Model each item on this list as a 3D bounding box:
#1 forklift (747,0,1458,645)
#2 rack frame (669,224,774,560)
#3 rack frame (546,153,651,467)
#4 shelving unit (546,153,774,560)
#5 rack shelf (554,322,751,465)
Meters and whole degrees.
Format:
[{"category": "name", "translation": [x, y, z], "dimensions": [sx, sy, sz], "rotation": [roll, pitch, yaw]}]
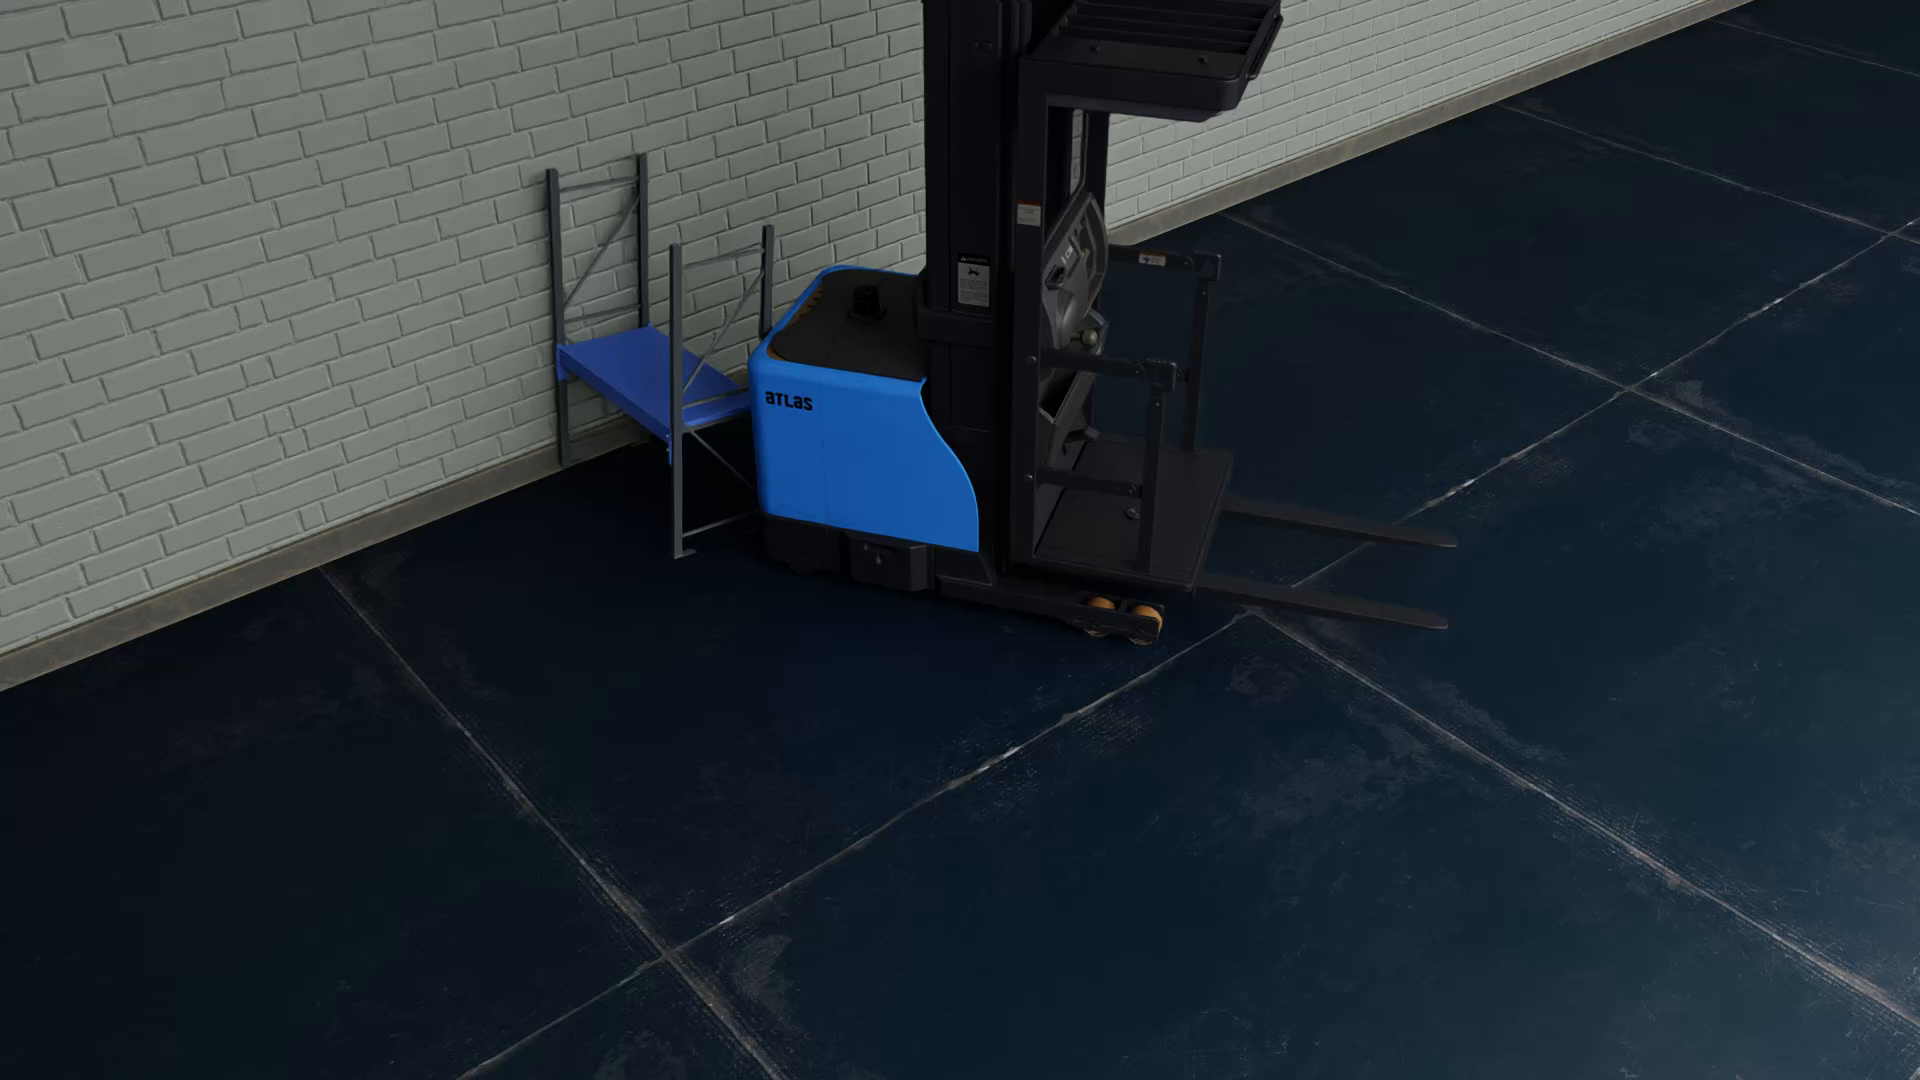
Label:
[{"category": "forklift", "translation": [0.660, -1.093, 6.758], "dimensions": [3.031, 2.935, 1.130], "rotation": [10, 37, 14]}, {"category": "rack frame", "translation": [-1.049, -0.627, 7.298], "dimensions": [0.500, 1.500, 0.032], "rotation": [-20, 40, -36]}, {"category": "rack frame", "translation": [-1.707, -1.075, 7.930], "dimensions": [0.500, 1.500, 0.032], "rotation": [-20, 40, -36]}, {"category": "shelving unit", "translation": [-1.378, -0.851, 7.614], "dimensions": [0.538, 1.500, 1.048], "rotation": [-20, 40, -36]}, {"category": "rack shelf", "translation": [-1.394, -0.698, 7.707], "dimensions": [0.538, 0.185, 1.000], "rotation": [-20, 40, -36]}]
